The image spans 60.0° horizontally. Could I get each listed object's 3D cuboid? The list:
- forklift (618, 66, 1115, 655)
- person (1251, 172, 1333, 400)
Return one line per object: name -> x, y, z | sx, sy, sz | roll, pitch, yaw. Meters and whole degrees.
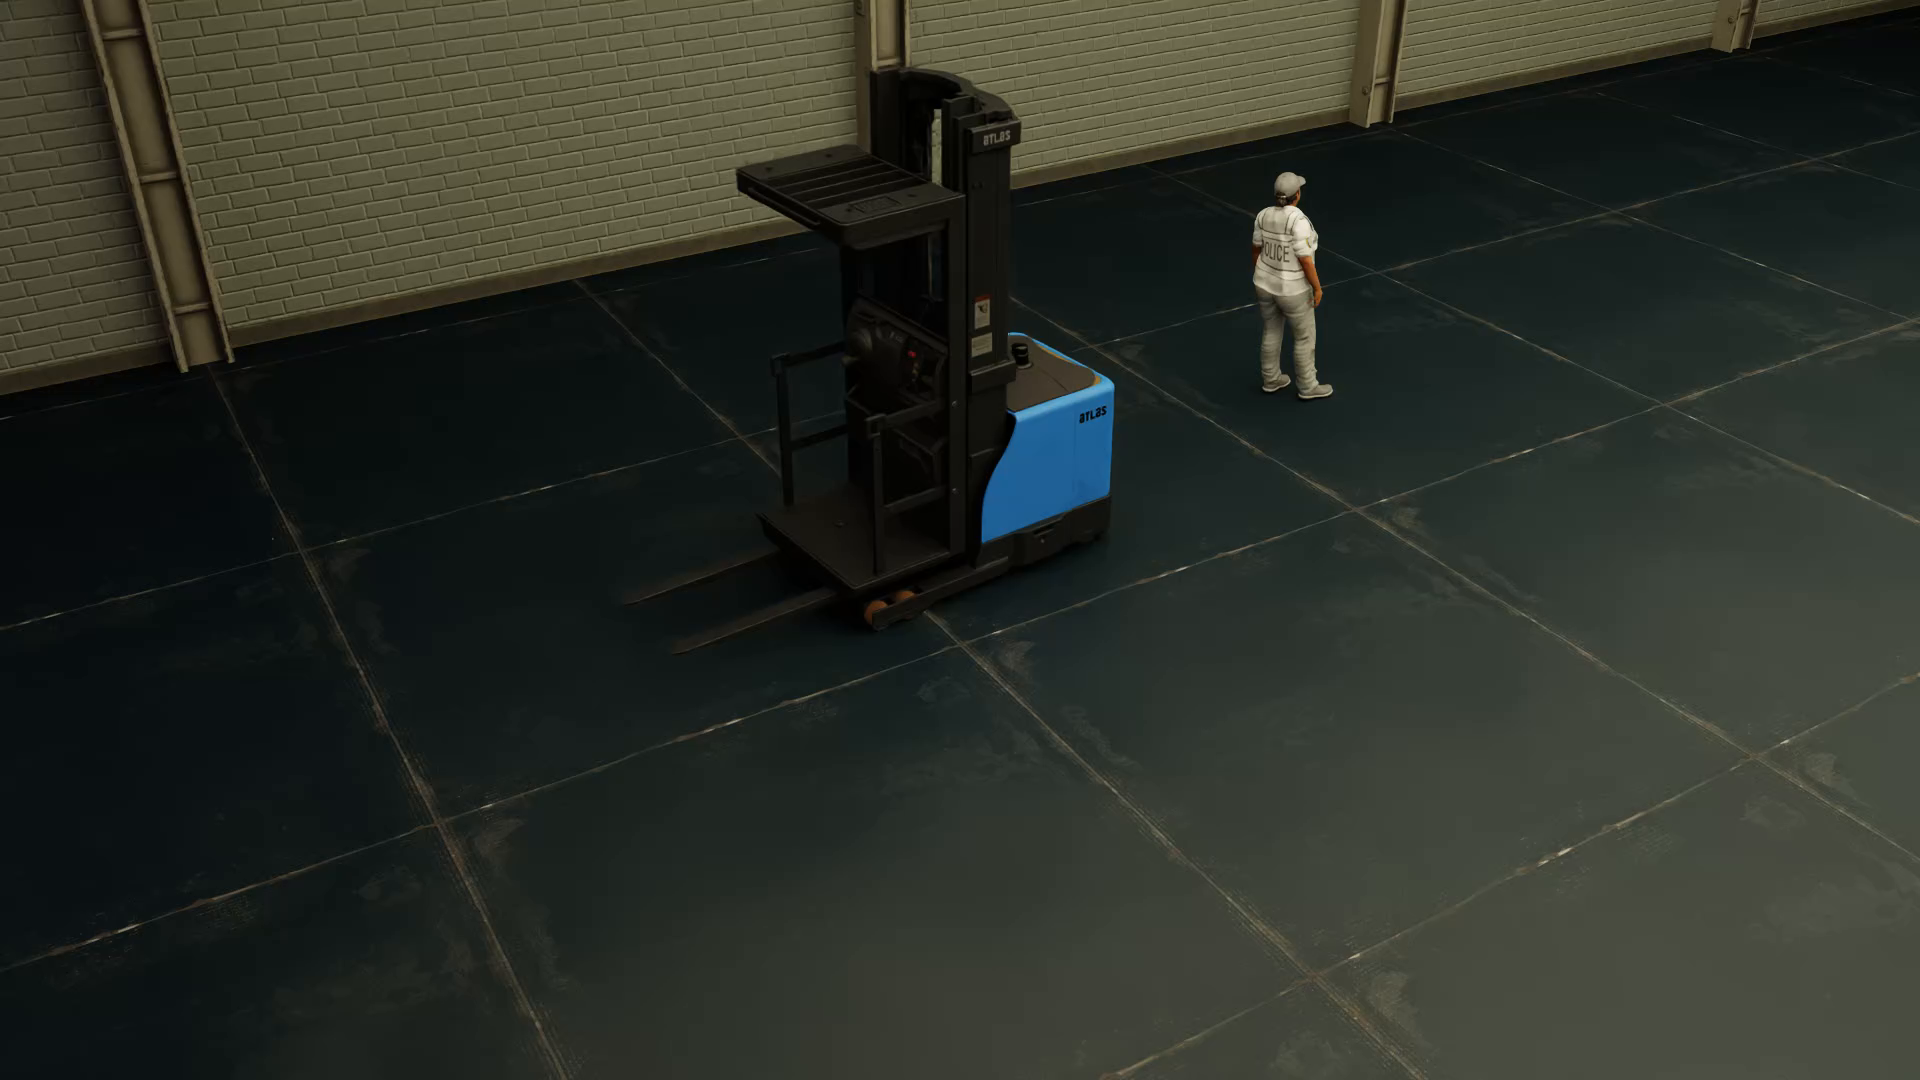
forklift -> -0.540, -1.044, 9.390 | 3.031, 2.935, 1.130 | -21, 37, -31
person -> 2.391, -1.830, 11.921 | 0.530, 1.670, 0.598 | -24, 38, -34
